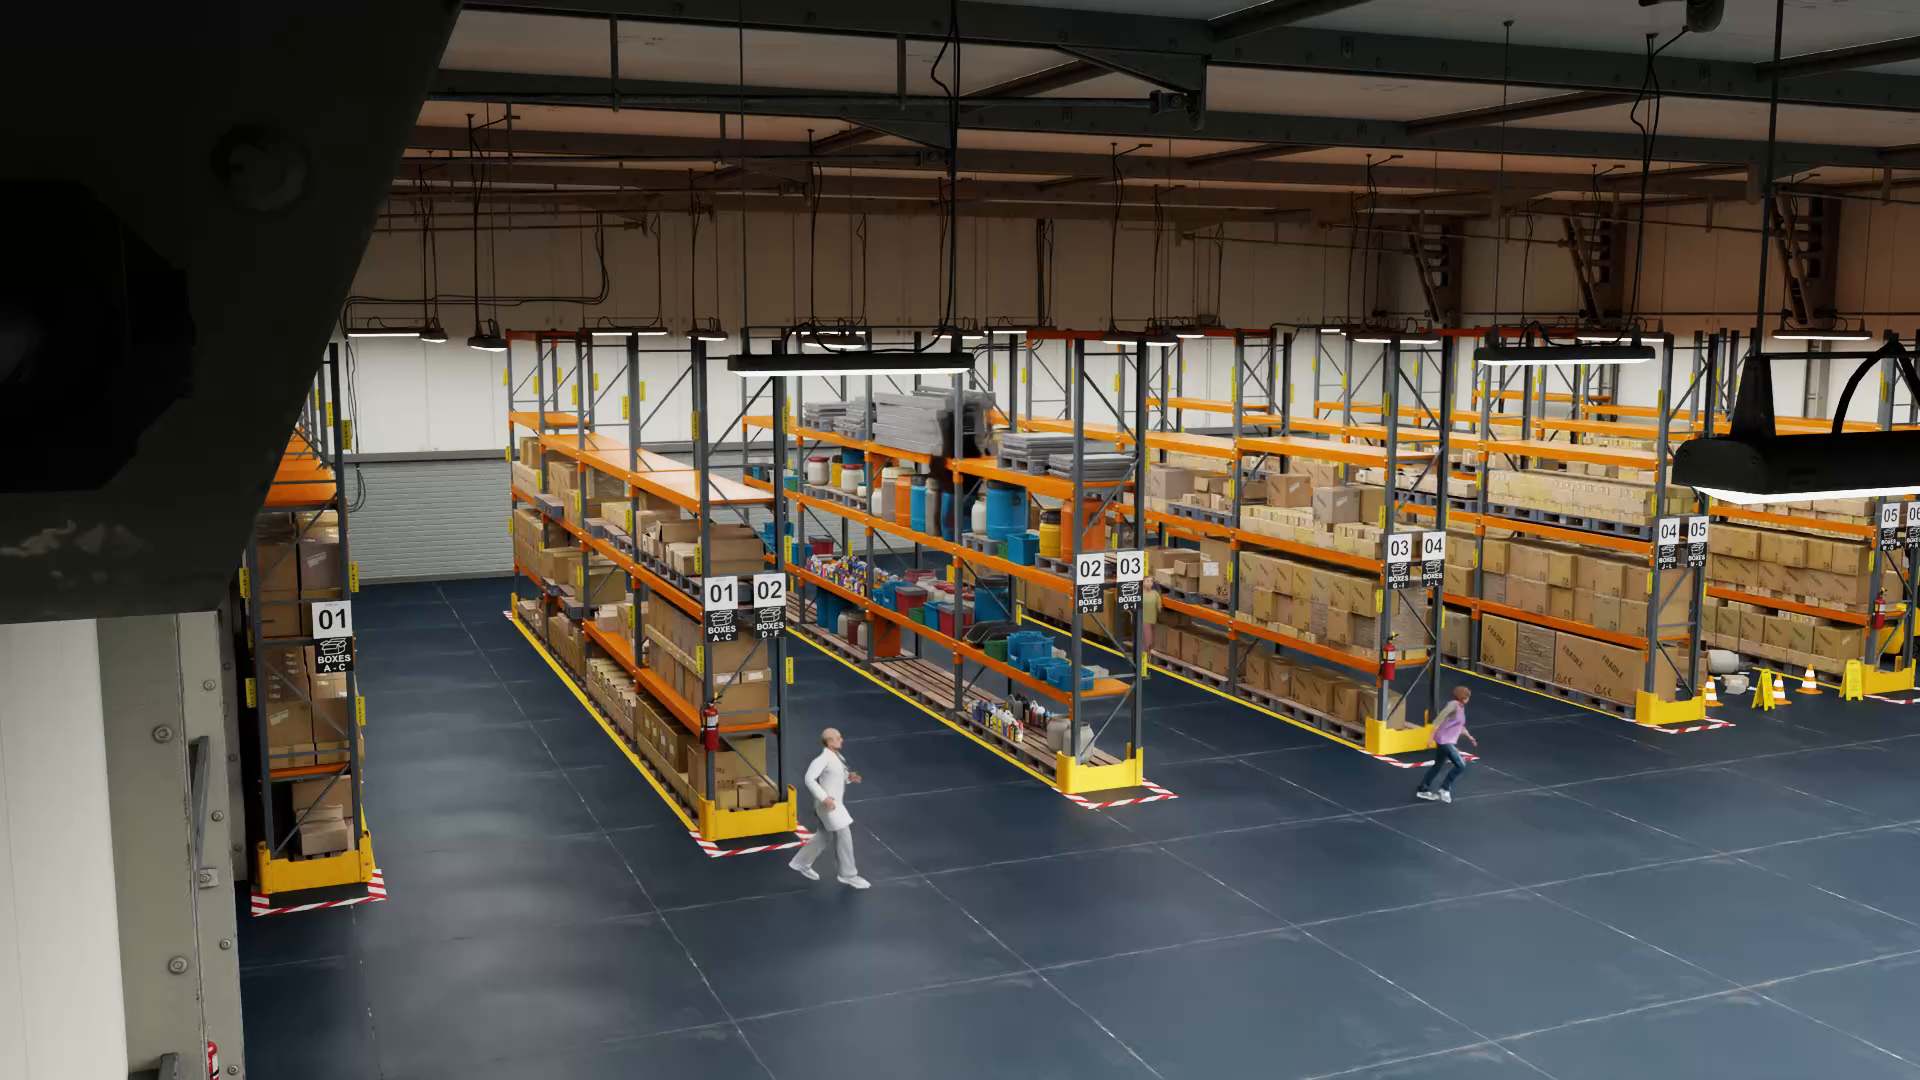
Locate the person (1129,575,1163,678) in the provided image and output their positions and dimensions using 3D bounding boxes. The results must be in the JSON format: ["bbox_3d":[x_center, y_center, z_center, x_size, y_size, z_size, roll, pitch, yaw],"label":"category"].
[{"bbox_3d":[3.150,1.438,27.969,0.535,1.736,0.674,-5,9,-30],"label":"person"}]

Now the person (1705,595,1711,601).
[{"bbox_3d":[15.136,0.920,33.524,0.659,1.738,0.822,-5,9,-30],"label":"person"}]

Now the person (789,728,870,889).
[{"bbox_3d":[-1.454,2.958,18.343,0.920,1.813,0.749,0,8,1],"label":"person"}]

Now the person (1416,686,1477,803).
[{"bbox_3d":[6.319,2.654,21.598,0.714,1.488,0.524,4,9,28],"label":"person"}]
